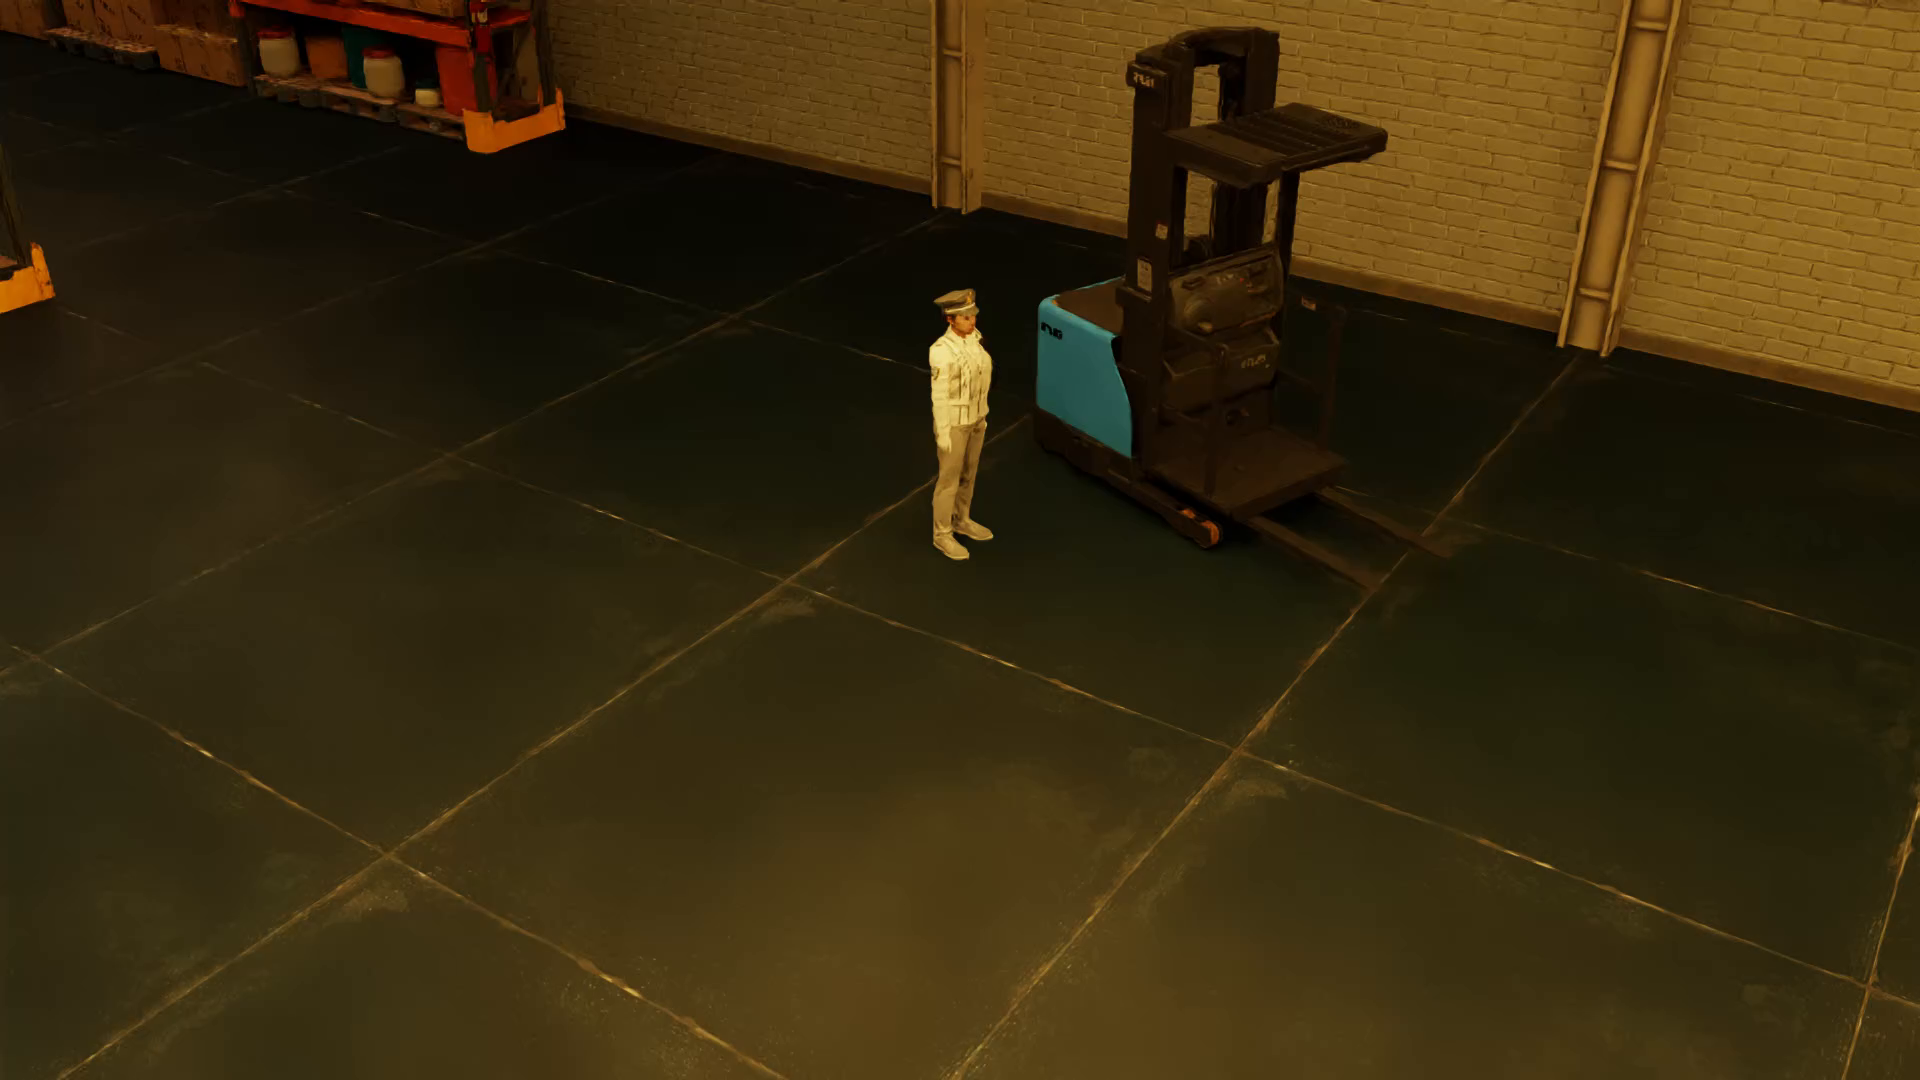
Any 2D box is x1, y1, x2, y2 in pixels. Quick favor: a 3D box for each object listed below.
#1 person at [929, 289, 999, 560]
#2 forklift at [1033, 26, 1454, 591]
[{"bbox_3d":[0.013,-0.725,10.070,0.337,1.692,0.463,19,35,29],"label":"person"},{"bbox_3d":[1.782,-1.497,10.160,1.130,2.935,3.031,-20,36,-31],"label":"forklift"}]
